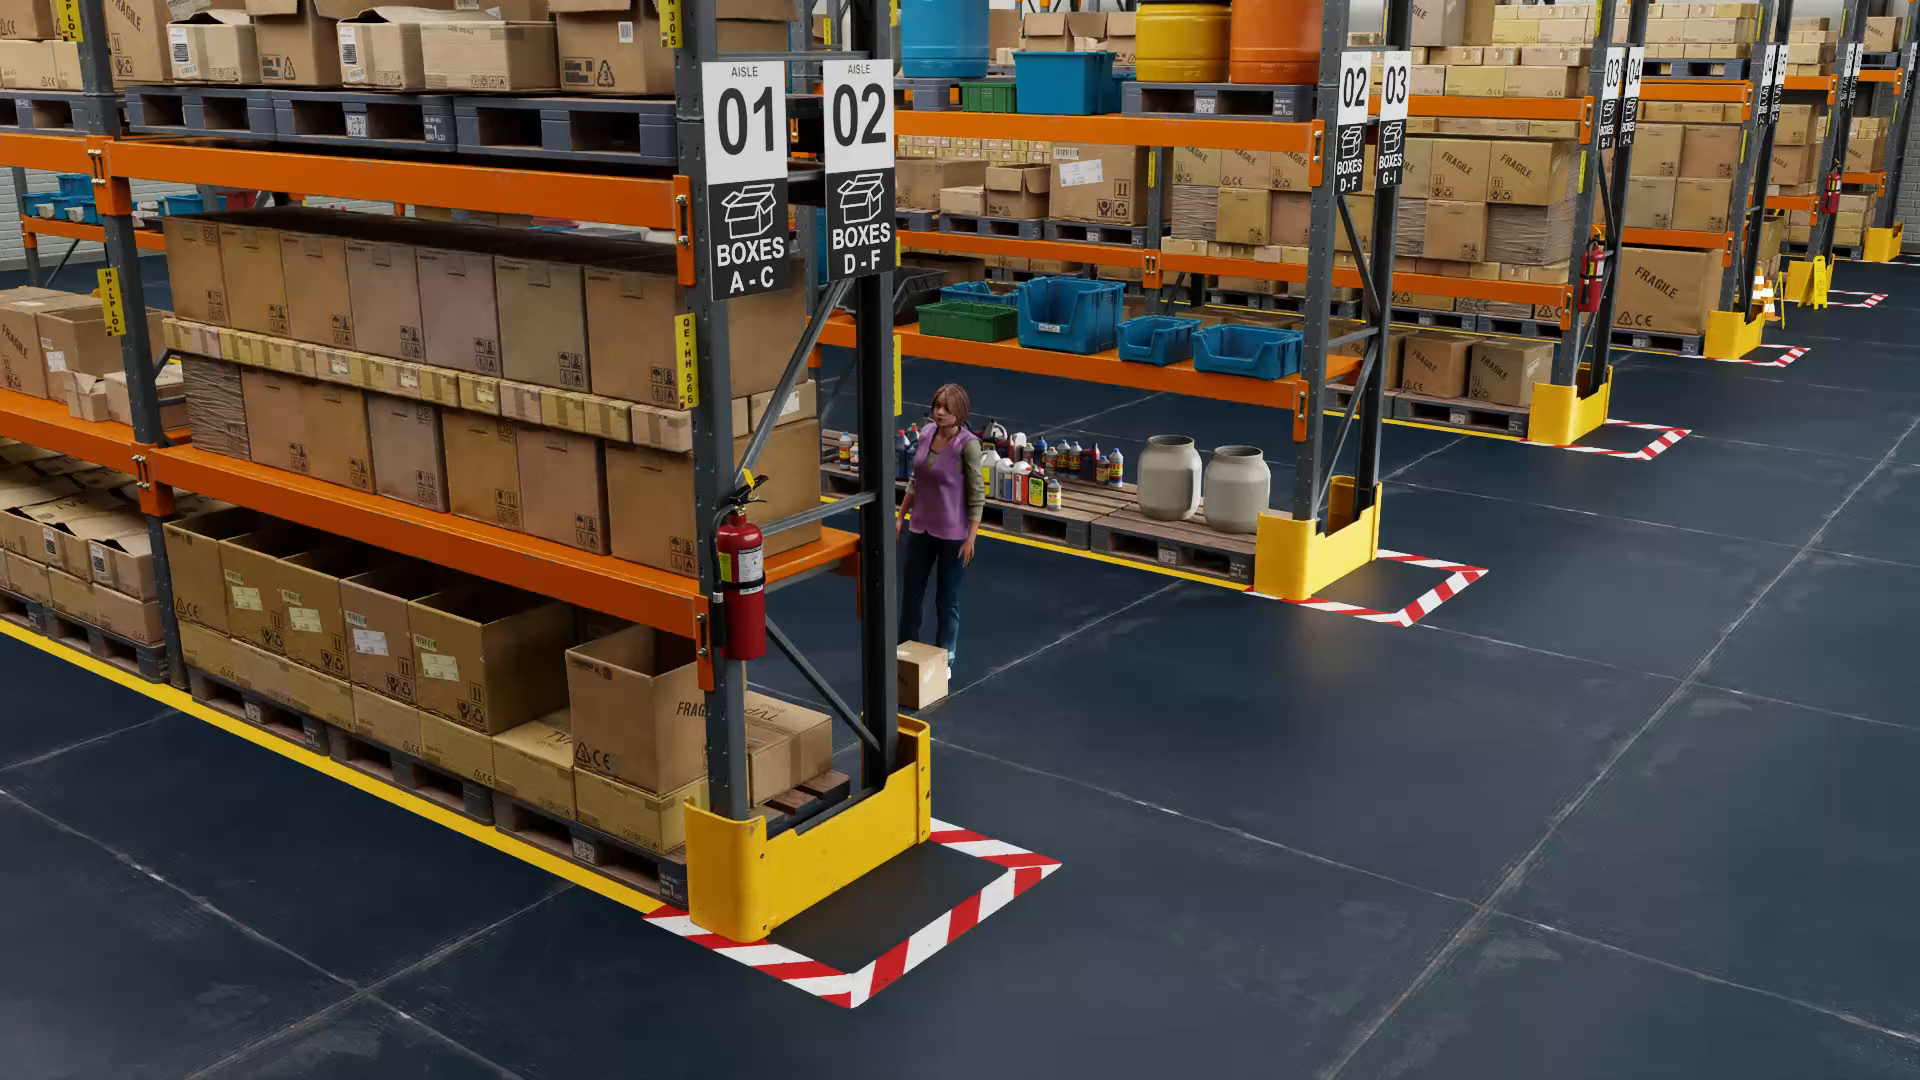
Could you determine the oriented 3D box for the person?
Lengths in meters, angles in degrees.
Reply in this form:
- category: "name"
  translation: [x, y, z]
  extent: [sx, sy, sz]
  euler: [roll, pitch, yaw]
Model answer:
- category: "person"
  translation: [-0.155, -0.008, 8.550]
  extent: [0.519, 1.598, 0.475]
  euler: [12, 21, 35]
